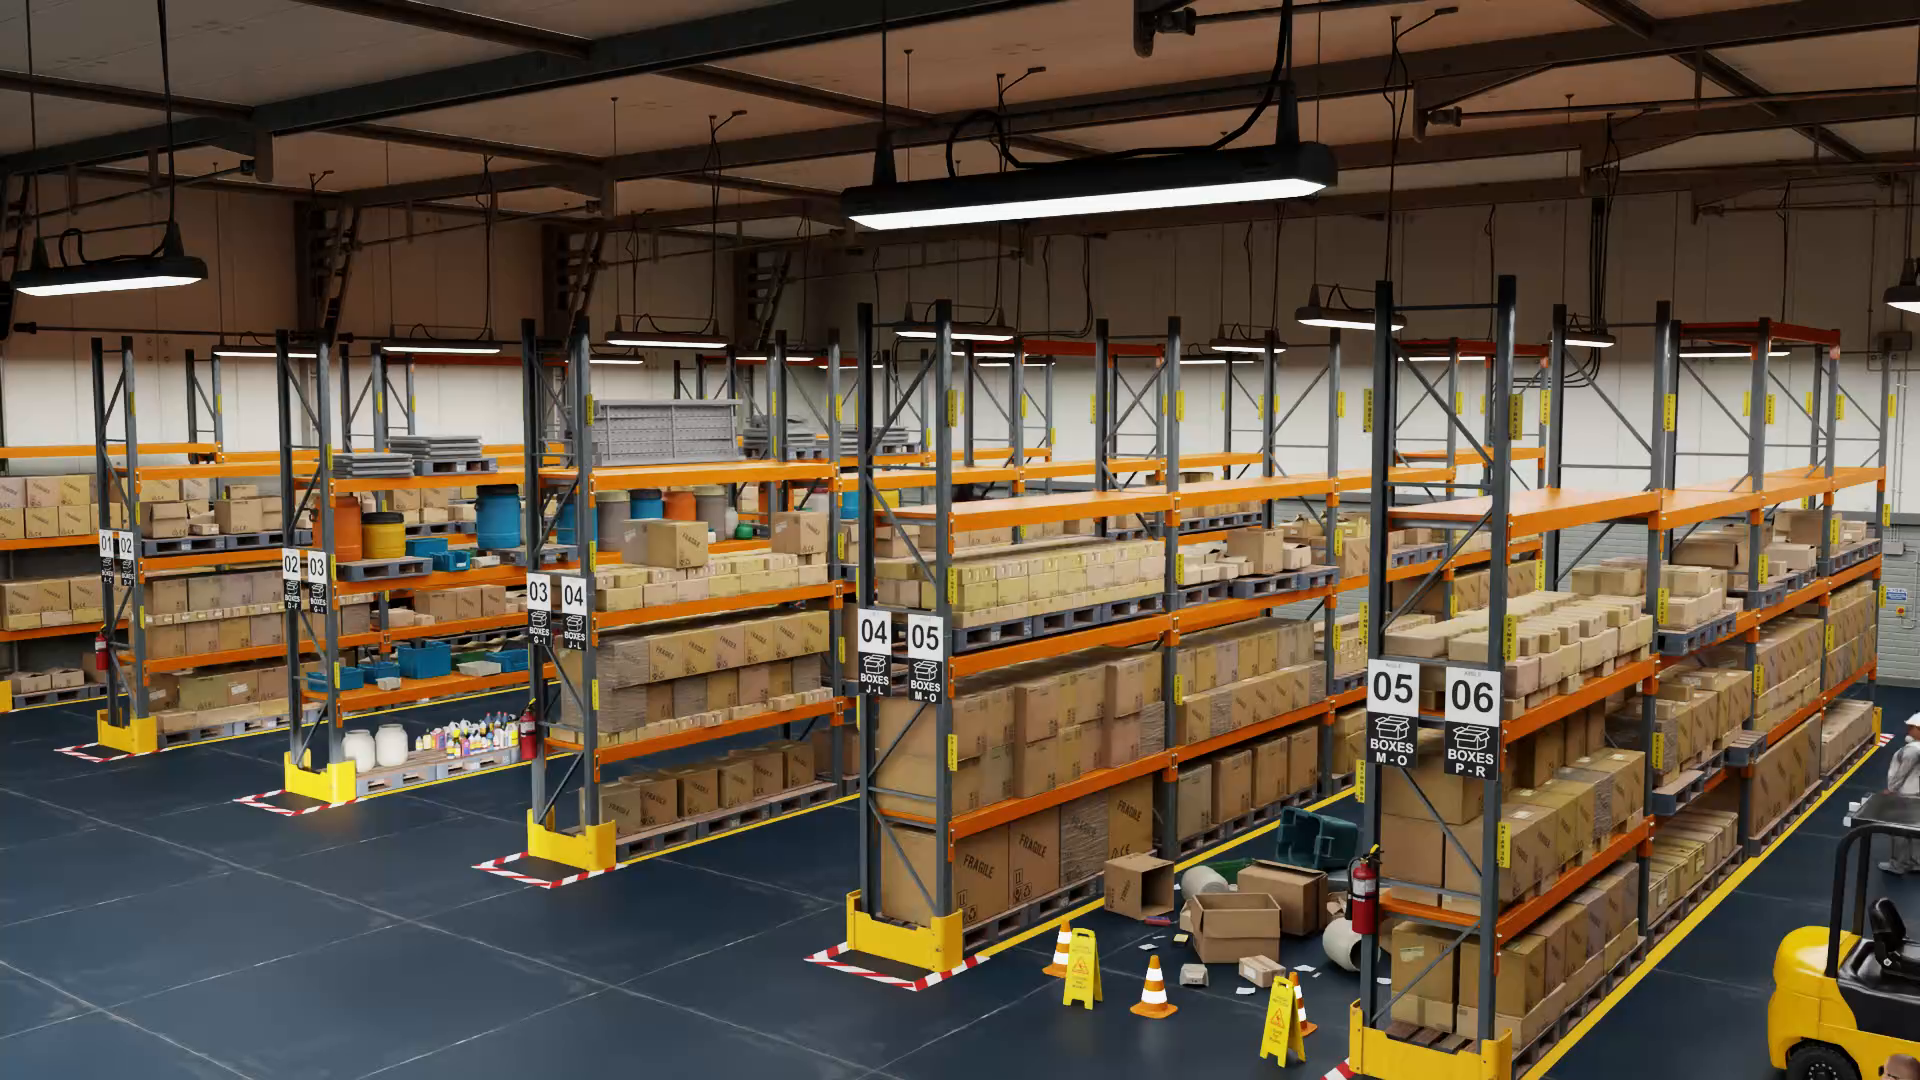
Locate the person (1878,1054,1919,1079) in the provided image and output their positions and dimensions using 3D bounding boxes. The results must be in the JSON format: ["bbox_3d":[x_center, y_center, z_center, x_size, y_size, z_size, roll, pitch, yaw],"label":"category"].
[{"bbox_3d":[4.923,3.539,8.817,0.505,1.732,0.634,2,5,23],"label":"person"}]

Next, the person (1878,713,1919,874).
[{"bbox_3d":[10.199,2.743,17.911,0.587,1.807,0.499,-2,5,-19],"label":"person"}]
